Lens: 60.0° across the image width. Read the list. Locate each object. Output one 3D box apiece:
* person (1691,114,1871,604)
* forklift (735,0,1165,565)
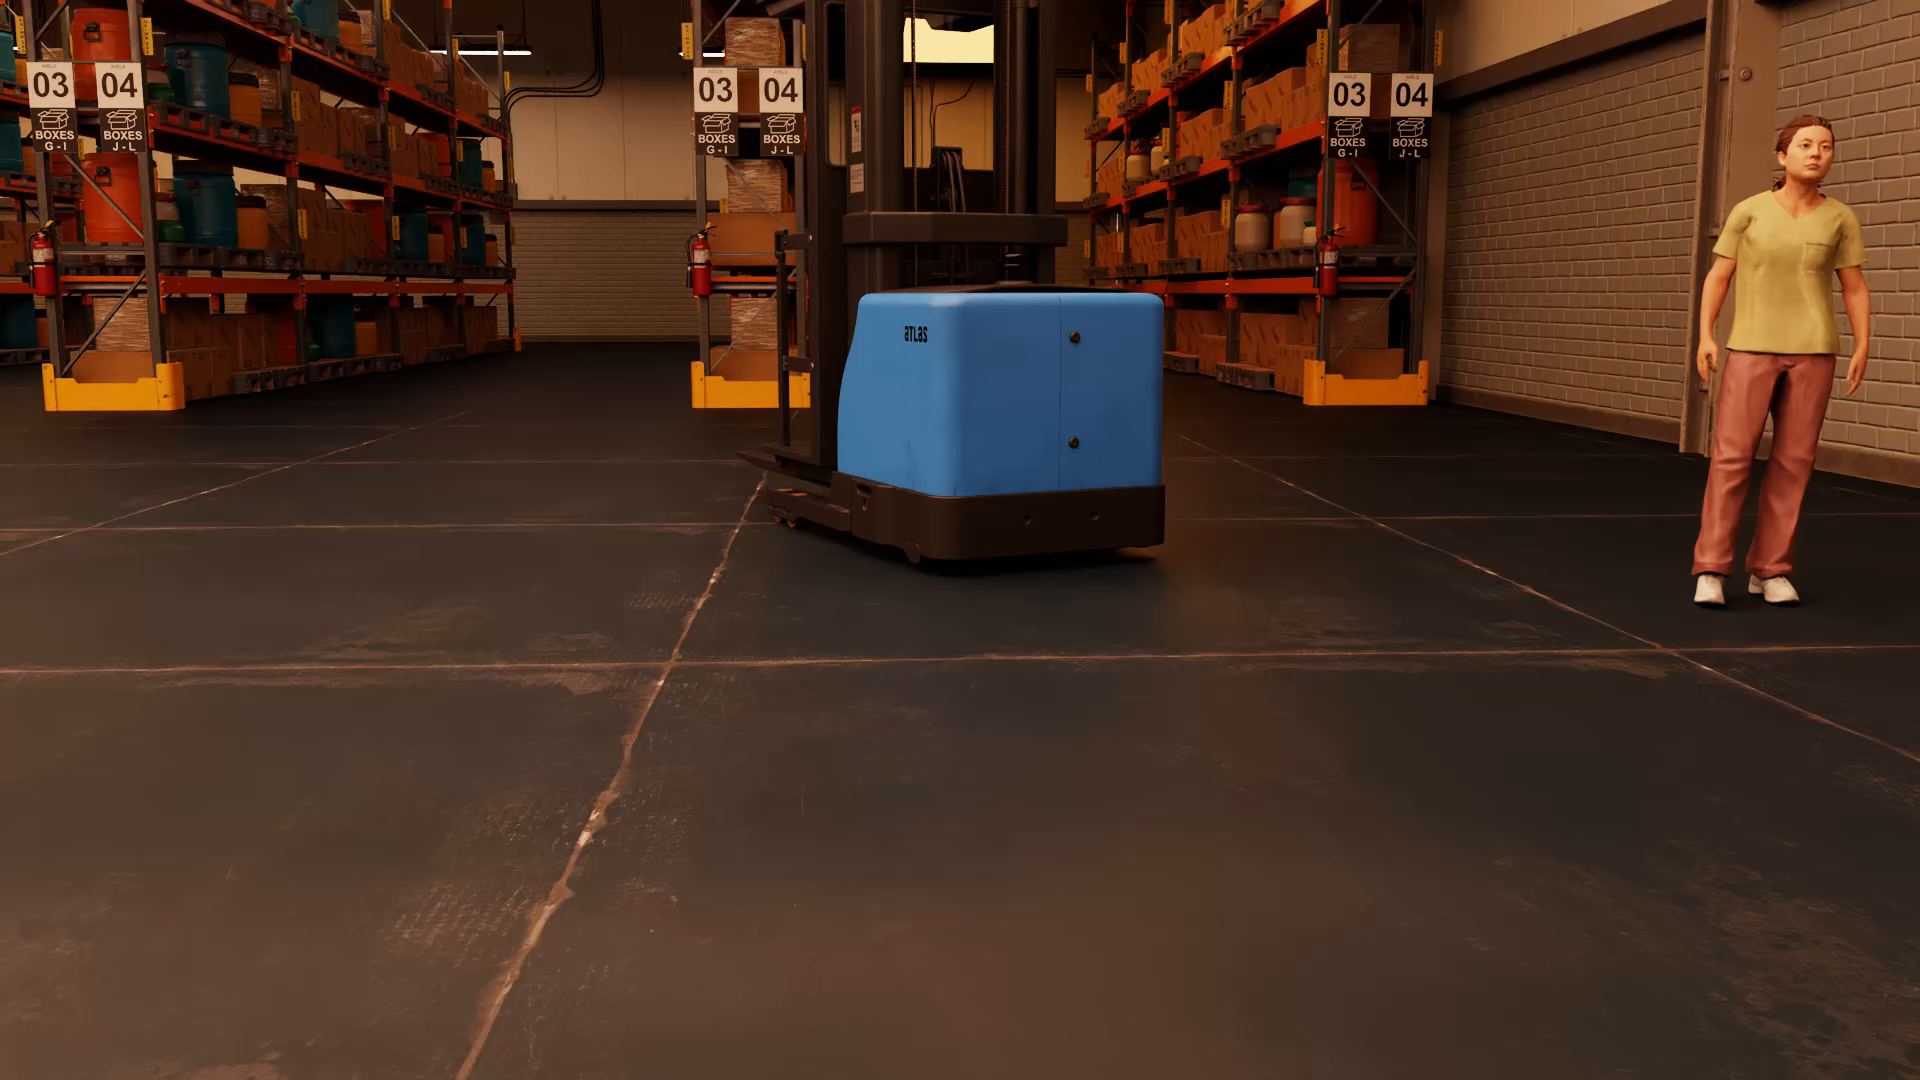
[{"bbox_3d":[2.855,-0.620,5.752,0.553,1.677,0.547,2,9,16],"label":"person"},{"bbox_3d":[-0.264,-1.530,7.637,1.130,2.935,3.031,-4,9,-25],"label":"forklift"}]
